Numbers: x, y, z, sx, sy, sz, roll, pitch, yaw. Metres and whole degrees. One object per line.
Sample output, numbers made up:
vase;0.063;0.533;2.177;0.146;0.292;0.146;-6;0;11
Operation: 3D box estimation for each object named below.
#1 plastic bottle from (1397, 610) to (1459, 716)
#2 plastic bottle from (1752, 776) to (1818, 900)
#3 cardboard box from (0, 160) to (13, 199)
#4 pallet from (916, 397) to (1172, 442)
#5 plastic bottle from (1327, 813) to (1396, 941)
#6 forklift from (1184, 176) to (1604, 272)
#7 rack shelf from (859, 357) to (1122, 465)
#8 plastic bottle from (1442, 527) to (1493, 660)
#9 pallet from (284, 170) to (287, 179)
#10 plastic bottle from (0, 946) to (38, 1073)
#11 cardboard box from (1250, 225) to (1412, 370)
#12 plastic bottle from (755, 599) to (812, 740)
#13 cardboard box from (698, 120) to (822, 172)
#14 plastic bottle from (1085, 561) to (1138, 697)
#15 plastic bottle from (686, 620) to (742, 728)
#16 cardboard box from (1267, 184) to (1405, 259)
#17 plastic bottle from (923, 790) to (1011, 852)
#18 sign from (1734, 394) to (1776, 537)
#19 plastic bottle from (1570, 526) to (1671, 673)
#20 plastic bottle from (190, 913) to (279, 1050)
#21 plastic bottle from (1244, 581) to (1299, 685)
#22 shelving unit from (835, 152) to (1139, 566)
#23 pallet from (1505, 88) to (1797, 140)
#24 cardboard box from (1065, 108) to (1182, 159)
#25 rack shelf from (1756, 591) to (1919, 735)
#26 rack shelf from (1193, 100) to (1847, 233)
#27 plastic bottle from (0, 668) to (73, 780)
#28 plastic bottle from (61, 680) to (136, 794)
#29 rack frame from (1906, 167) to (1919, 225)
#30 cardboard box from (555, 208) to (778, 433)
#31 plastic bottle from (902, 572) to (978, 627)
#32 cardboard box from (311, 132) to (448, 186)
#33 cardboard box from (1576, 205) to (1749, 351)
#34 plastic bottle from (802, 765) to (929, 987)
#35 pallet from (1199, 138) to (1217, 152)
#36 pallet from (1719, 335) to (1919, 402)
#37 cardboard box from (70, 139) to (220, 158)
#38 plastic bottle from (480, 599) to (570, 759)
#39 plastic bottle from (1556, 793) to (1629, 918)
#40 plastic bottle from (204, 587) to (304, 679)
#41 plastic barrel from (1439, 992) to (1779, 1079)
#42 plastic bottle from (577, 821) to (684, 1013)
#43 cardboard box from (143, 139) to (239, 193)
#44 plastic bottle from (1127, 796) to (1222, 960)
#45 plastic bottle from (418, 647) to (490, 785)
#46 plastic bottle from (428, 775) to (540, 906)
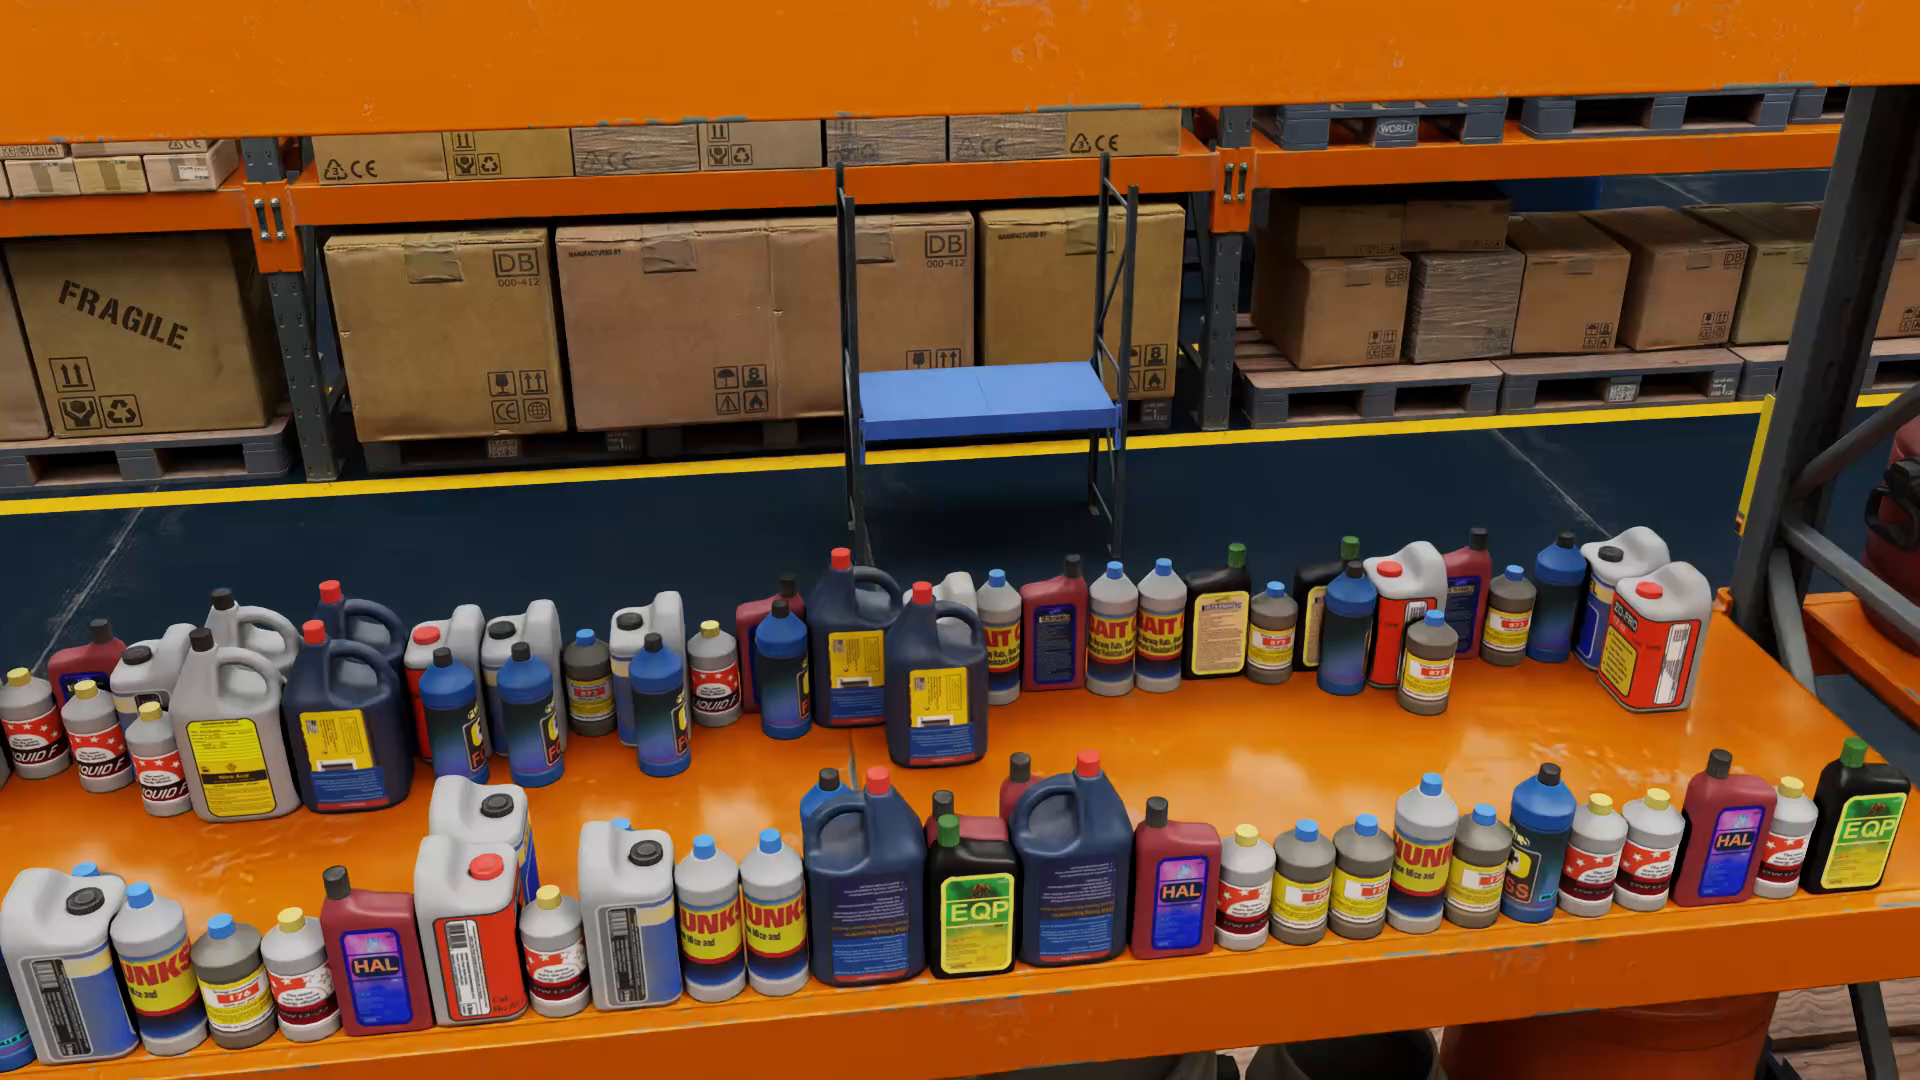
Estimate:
plastic bottle;0.911;0.231;3.232;0.097;0.201;0.097;0;27;0
plastic bottle;1.349;0.483;2.741;0.097;0.201;0.097;0;27;0
cardboard box;-3.864;-1.480;6.623;0.250;0.149;0.380;-3;27;-6
pallet;0.326;-0.806;8.089;1.213;0.211;1.003;-4;27;-7
plastic bottle;0.638;0.528;2.652;0.097;0.201;0.097;0;27;0
forklift;2.038;-2.850;9.094;3.031;2.935;1.130;-3;27;-7
rack shelf;0.084;-0.513;6.500;1.000;0.185;0.538;-4;27;-7
plastic bottle;1.001;0.110;3.377;0.133;0.283;0.061;-4;27;-7
pallet;-5.306;-2.678;11.738;1.213;0.211;1.003;-4;27;-7
plastic bottle;-1.391;0.628;2.382;0.097;0.271;0.097;0;27;0
cardboard box;1.777;-1.198;8.055;0.500;0.500;0.700;-5;28;-10
plastic bottle;-0.333;0.238;3.142;0.097;0.271;0.097;0;27;0
cardboard box;-0.850;-1.868;6.995;0.500;0.500;0.500;-3;27;-6
plastic bottle;0.299;0.169;3.276;0.097;0.271;0.097;0;27;0
plastic bottle;-0.474;0.250;3.195;0.097;0.201;0.097;0;27;0
cardboard box;1.776;-1.536;7.892;0.500;0.250;0.500;-3;27;-5
plastic bottle;0.010;0.513;2.593;0.133;0.283;0.061;-4;27;-7
sign;1.723;-0.144;3.567;0.005;0.325;0.100;-4;27;-7
plastic bottle;1.333;0.113;3.379;0.135;0.276;0.152;-4;27;-7
plastic bottle;-1.065;0.638;2.439;0.097;0.201;0.097;0;27;0
plastic bottle;0.624;0.179;3.332;0.097;0.201;0.097;0;27;0
shelving unit;0.084;-0.673;6.418;1.048;1.500;0.538;-4;27;-7
pallet;3.071;-2.121;7.809;1.213;0.211;1.003;-4;27;-7
cardboard box;0.663;-1.963;7.181;0.500;0.500;0.500;-3;27;-6
rack shelf;3.787;0.370;3.532;4.000;0.370;1.077;-4;27;-7
rack shelf;3.097;-1.870;7.896;4.000;0.370;1.077;-4;27;-7
plastic bottle;-1.698;0.328;3.042;0.097;0.201;0.097;0;27;0
plastic bottle;-1.557;0.348;3.005;0.097;0.201;0.097;0;27;0
rack frame;5.078;-2.317;7.980;0.127;3.000;1.000;-4;27;-7
cardboard box;-1.329;-1.156;7.586;0.875;0.875;1.225;-5;28;-9
plastic bottle;-0.040;0.201;3.208;0.135;0.276;0.152;-4;27;-7
cardboard box;-2.354;-1.769;6.802;0.500;0.500;0.500;-4;27;-7
cardboard box;3.438;-1.313;8.280;0.500;0.500;0.700;-6;28;-12
plastic bottle;-0.145;0.501;2.541;0.185;0.351;0.144;-4;27;-7
pallet;1.317;-3.086;12.534;1.213;0.211;1.003;-4;27;-7
pallet;4.307;-1.026;8.518;1.213;0.211;1.003;-4;27;-7
cardboard box;-3.245;-1.727;6.668;0.500;0.250;0.500;-4;27;-8
plastic bottle;-0.815;0.251;3.111;0.135;0.276;0.152;-4;27;-7
plastic bottle;1.024;0.504;2.700;0.097;0.201;0.097;0;27;0
plastic bottle;-1.290;0.247;3.038;0.185;0.351;0.144;-4;27;-7
plastic barrel;1.325;0.994;3.444;0.708;0.830;0.600;-4;27;-7
plastic bottle;-0.496;0.555;2.518;0.135;0.276;0.152;-4;27;-7
cardboard box;-3.101;-1.529;6.719;0.250;0.149;0.380;-4;27;-7
plastic bottle;0.334;0.520;2.579;0.133;0.283;0.061;-4;27;-7
plastic bottle;-0.912;0.317;2.987;0.097;0.271;0.097;0;27;0
plastic bottle;-0.747;0.501;2.623;0.135;0.276;0.152;-4;27;-7
